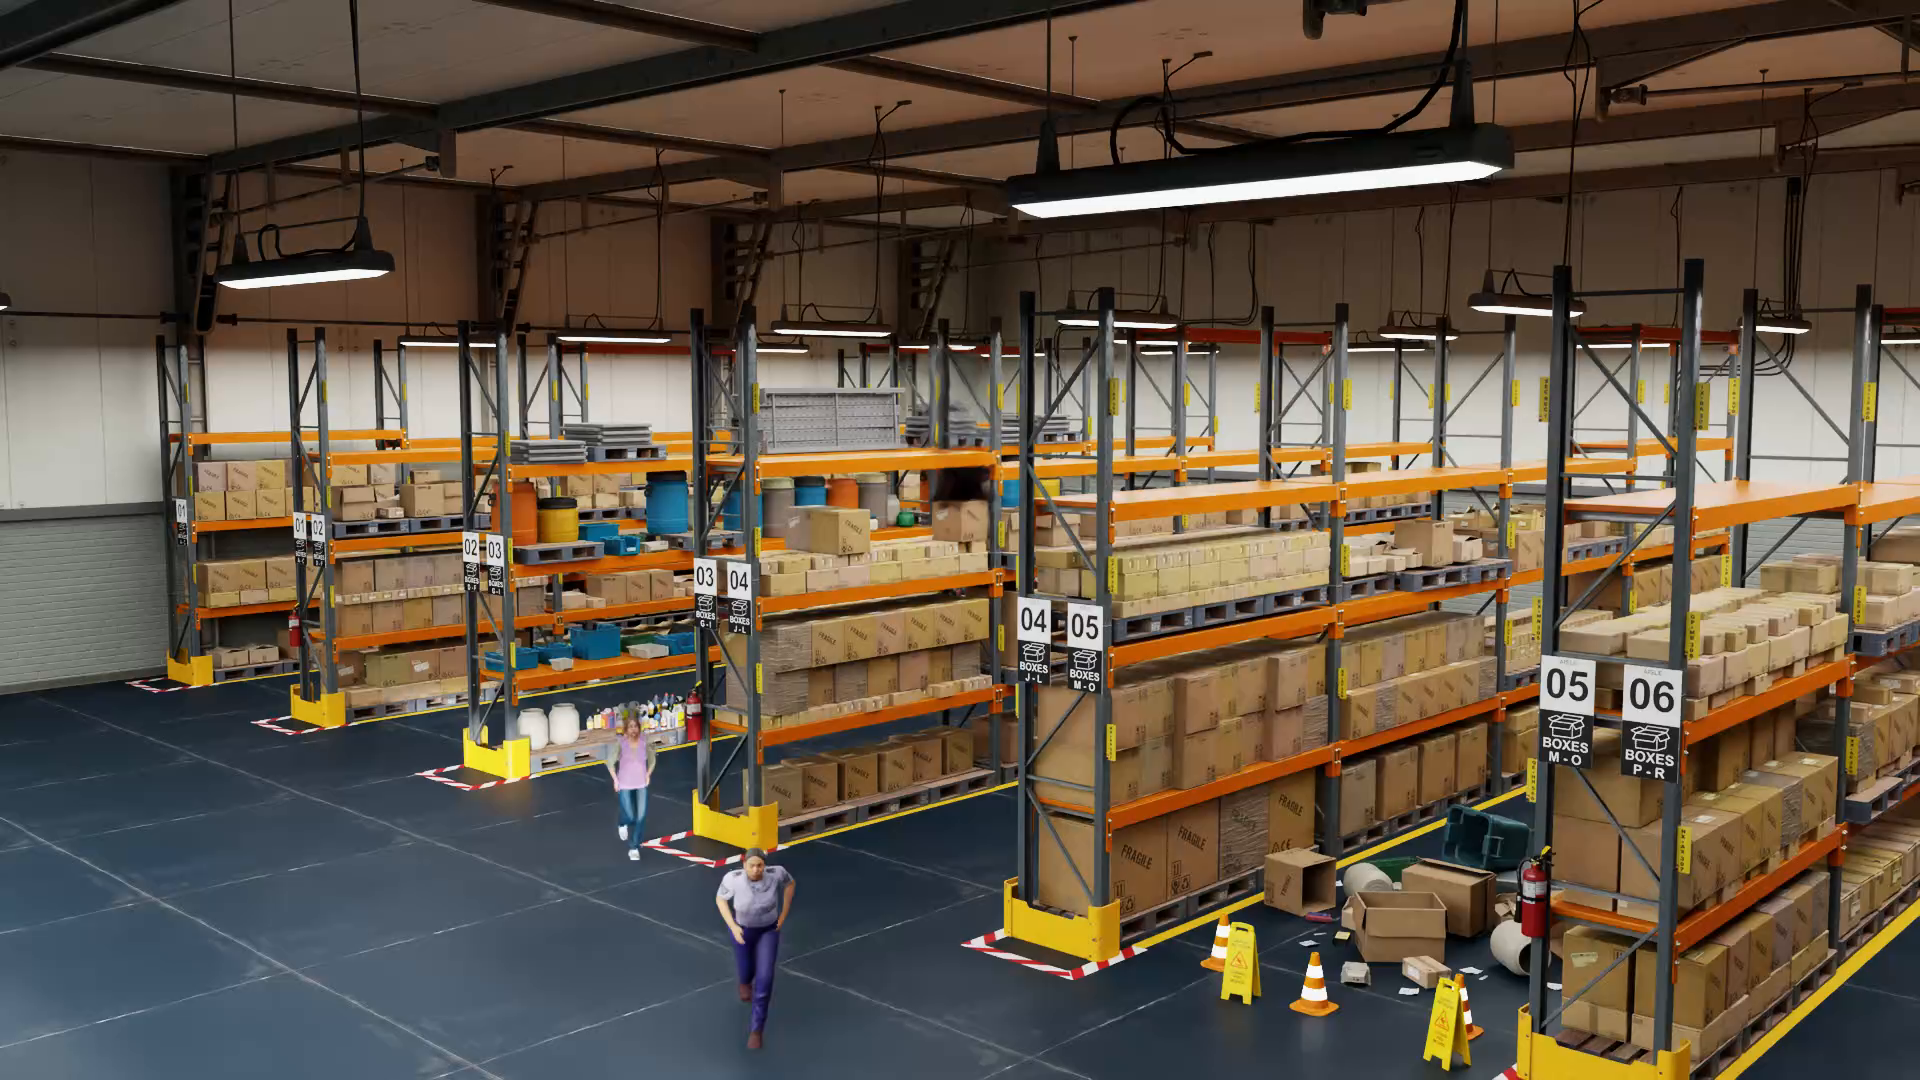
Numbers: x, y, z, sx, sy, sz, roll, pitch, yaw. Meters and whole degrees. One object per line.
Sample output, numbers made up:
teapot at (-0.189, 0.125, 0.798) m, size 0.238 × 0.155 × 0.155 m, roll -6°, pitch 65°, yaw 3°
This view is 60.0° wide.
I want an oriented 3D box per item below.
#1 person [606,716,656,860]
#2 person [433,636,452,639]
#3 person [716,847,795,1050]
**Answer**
person at (-3.582, 2.692, 18.185) m, size 0.538 × 1.555 × 0.553 m, roll -2°, pitch 6°, yaw -22°
person at (-9.215, 1.475, 29.727) m, size 0.705 × 1.802 × 1.046 m, roll 4°, pitch 7°, yaw 34°
person at (-1.644, 3.157, 13.332) m, size 0.629 × 1.611 × 0.951 m, roll -1°, pitch 6°, yaw -14°
